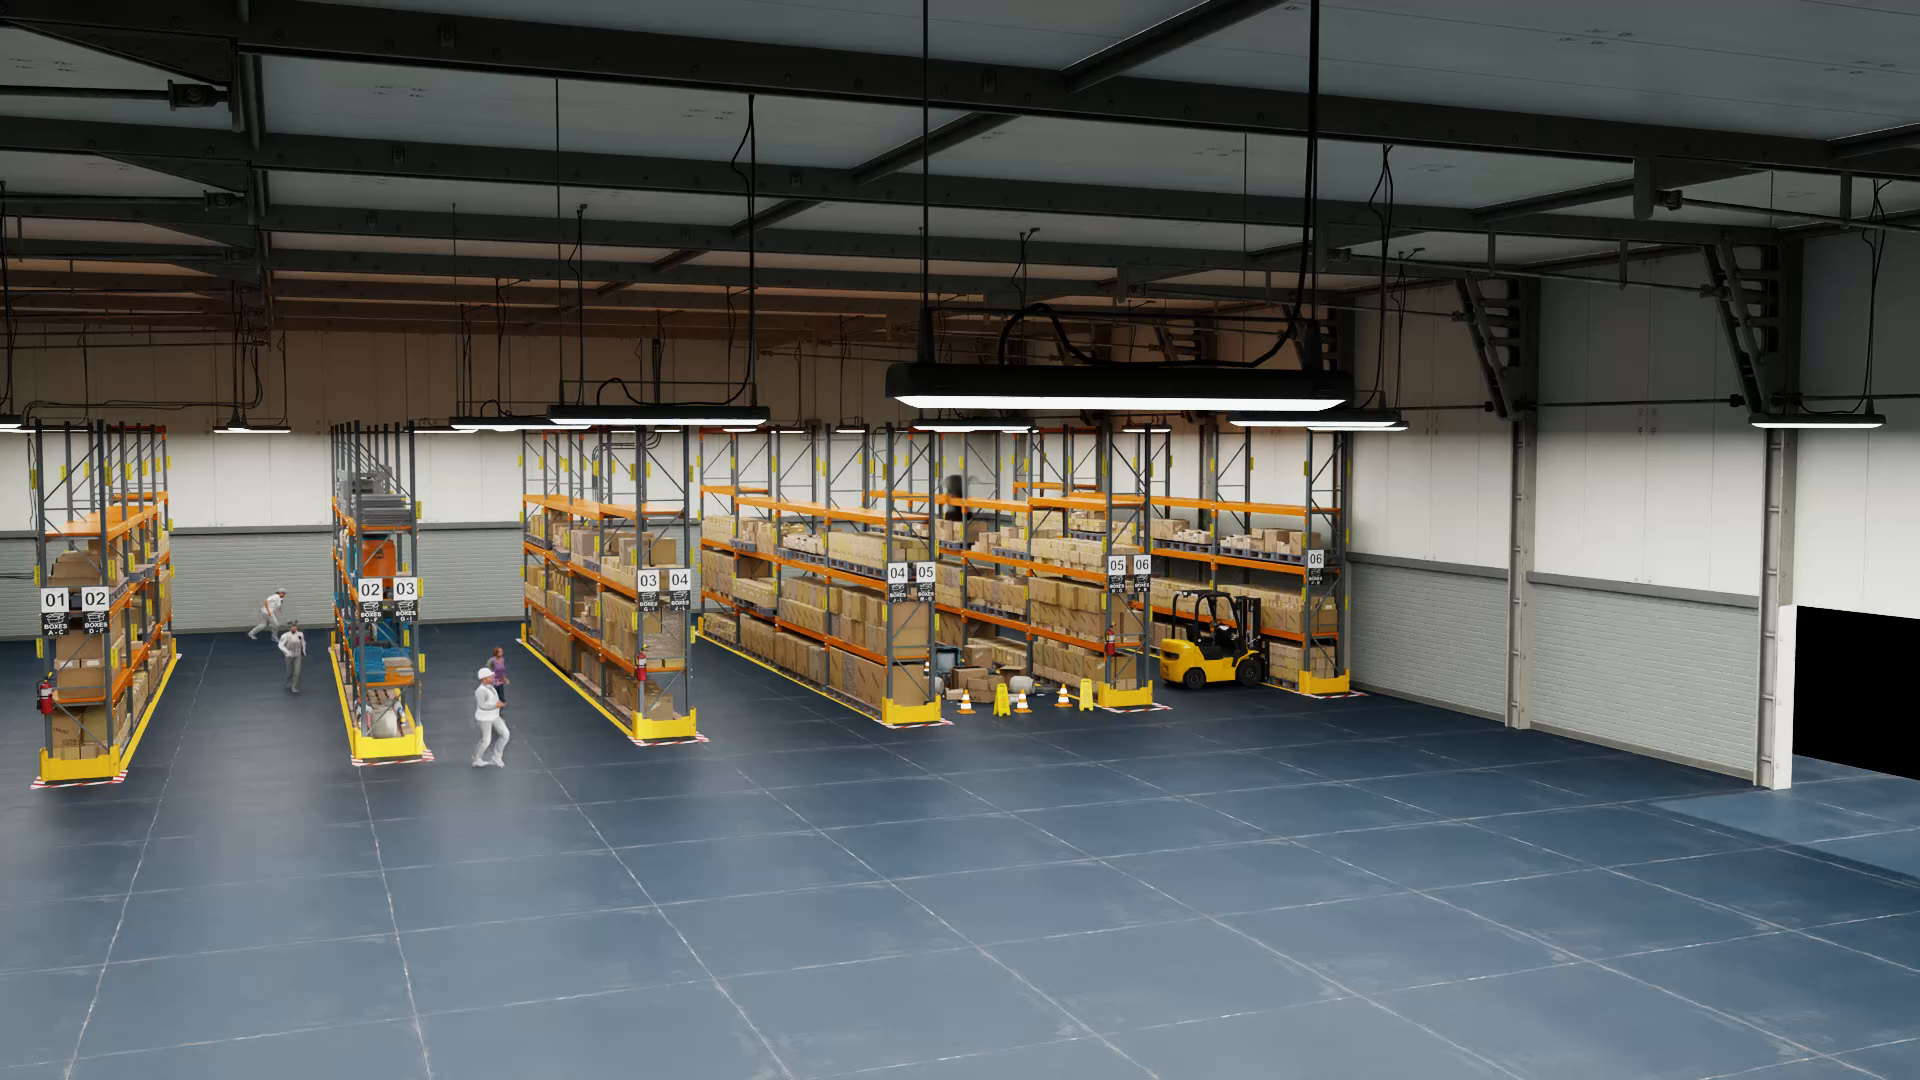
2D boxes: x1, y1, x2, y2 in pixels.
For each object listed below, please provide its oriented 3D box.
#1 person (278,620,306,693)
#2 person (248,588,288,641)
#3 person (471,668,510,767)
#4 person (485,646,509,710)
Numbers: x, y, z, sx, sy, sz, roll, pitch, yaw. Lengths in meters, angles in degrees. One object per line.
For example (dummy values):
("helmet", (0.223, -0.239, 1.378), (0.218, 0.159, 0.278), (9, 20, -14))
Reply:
("person", (-14.951, 2.591, 37.243), (0.609, 1.642, 0.717), (-2, 4, -31))
("person", (-19.325, 2.084, 46.486), (1.057, 1.494, 0.611), (0, 4, -5))
("person", (-8.126, 3.069, 28.563), (0.696, 1.774, 0.623), (1, 4, 13))
("person", (-9.337, 2.885, 33.245), (0.612, 1.543, 0.538), (3, 4, 35))
